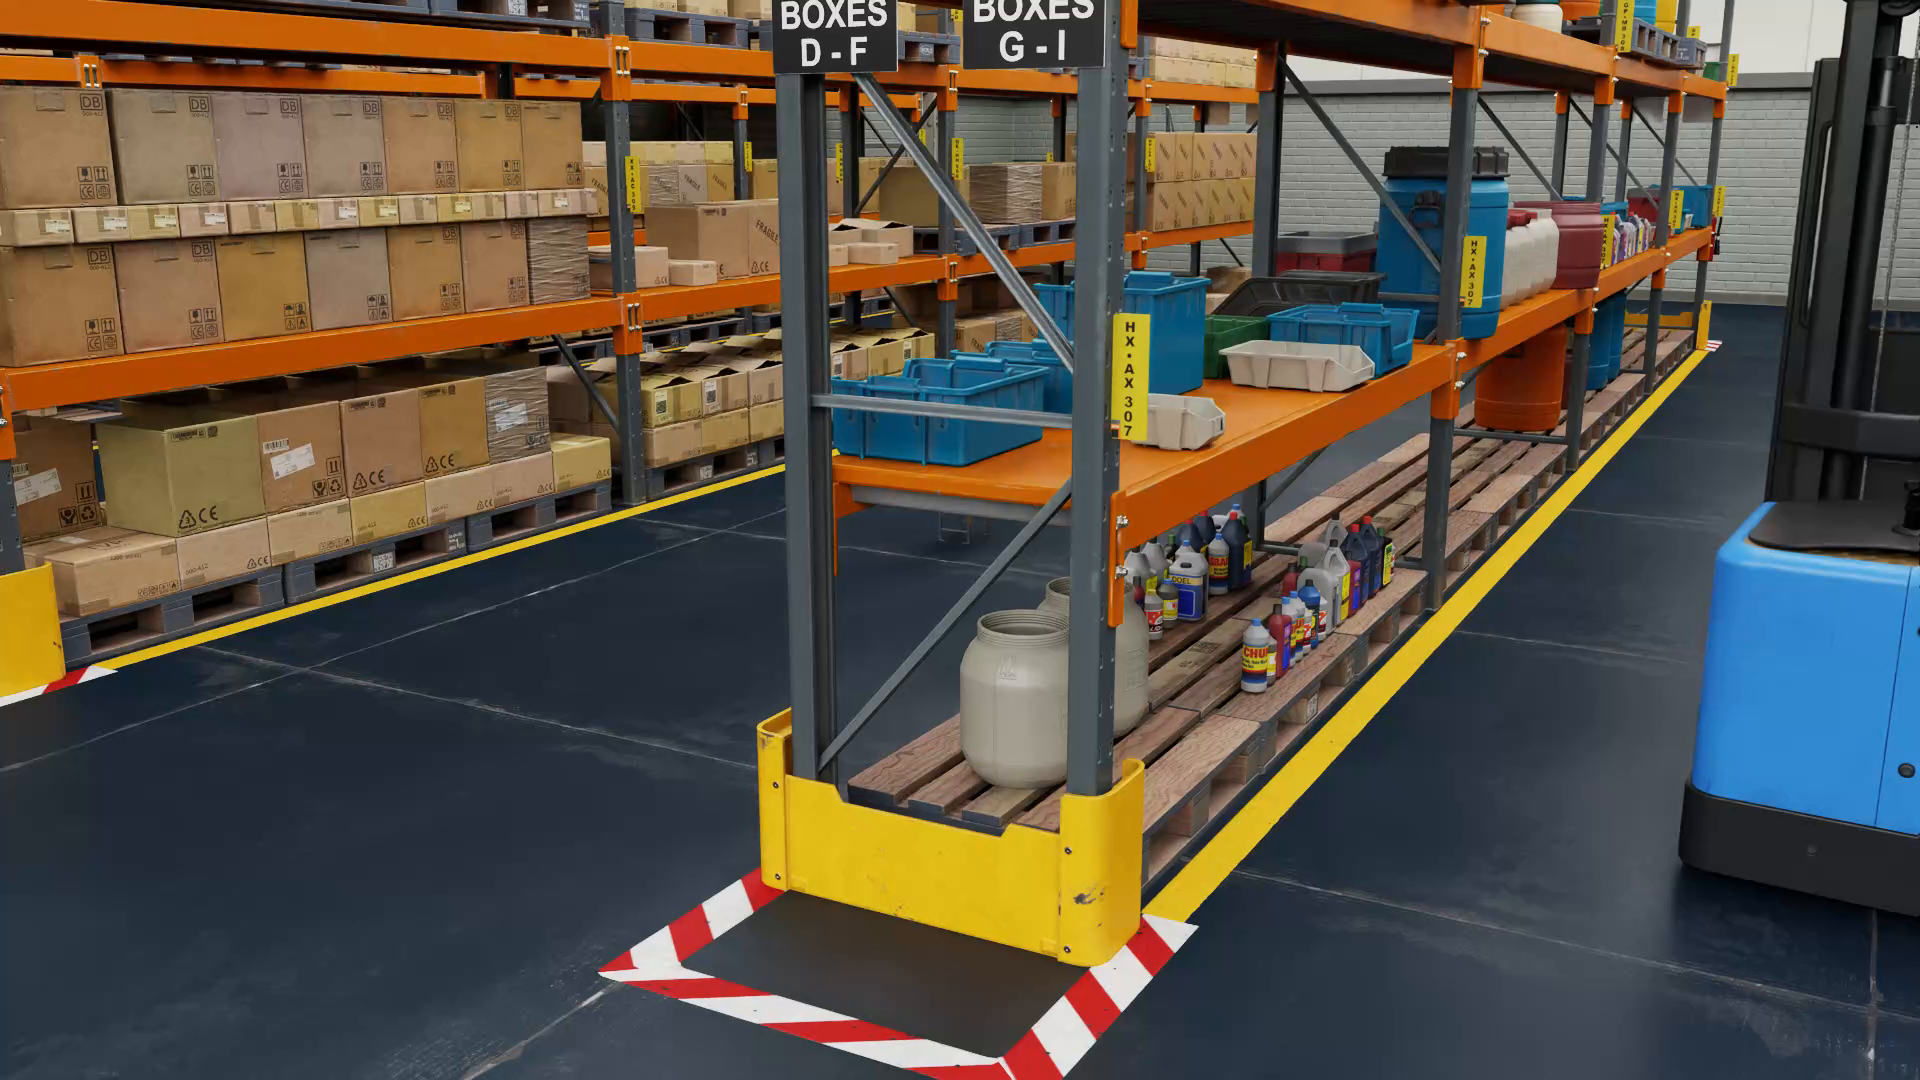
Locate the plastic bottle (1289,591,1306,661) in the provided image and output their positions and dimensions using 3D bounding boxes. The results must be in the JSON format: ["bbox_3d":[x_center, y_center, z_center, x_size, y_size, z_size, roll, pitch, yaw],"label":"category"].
[{"bbox_3d":[1.322,0.337,6.618,0.097,0.271,0.097,0,14,0],"label":"plastic bottle"}]

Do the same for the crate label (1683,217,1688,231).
[{"bbox_3d":[7.192,-3.226,16.949,0.396,0.136,0.243,7,15,28],"label":"crate label"}]

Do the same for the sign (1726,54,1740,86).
[{"bbox_3d":[8.183,-4.979,17.609,0.100,0.325,0.005,7,15,28],"label":"sign"}]

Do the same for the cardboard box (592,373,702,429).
[{"bbox_3d":[-2.024,-0.927,10.754,0.500,0.311,0.500,7,15,28],"label":"cardboard box"}]

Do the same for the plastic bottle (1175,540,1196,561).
[{"bbox_3d":[1.010,0.136,7.454,0.097,0.271,0.097,0,14,0],"label":"plastic bottle"}]

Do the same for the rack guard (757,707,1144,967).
[{"bbox_3d":[-0.045,0.846,4.957,1.175,0.500,0.348,7,15,28],"label":"rack guard"}]

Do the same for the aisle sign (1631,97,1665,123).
[{"bbox_3d":[7.469,-4.943,18.089,0.394,0.787,0.004,7,15,28],"label":"aisle sign"}]

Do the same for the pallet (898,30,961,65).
[{"bbox_3d":[-0.758,-3.768,12.767,1.213,0.211,1.003,8,16,31],"label":"pallet"}]

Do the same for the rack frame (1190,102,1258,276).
[{"bbox_3d":[3.359,-4.193,20.524,1.000,3.000,0.127,7,15,28],"label":"rack frame"}]

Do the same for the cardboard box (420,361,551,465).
[{"bbox_3d":[-2.726,-0.741,9.580,0.500,0.500,0.500,7,15,28],"label":"cardboard box"}]

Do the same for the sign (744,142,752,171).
[{"bbox_3d":[-2.433,-4.397,19.072,0.100,0.325,0.005,7,15,28],"label":"sign"}]

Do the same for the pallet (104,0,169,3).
[{"bbox_3d":[-4.011,-2.467,7.156,1.003,0.211,1.213,7,15,28],"label":"pallet"}]

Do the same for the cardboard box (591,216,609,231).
[{"bbox_3d":[-3.887,-3.308,17.347,0.380,0.149,0.250,8,16,29],"label":"cardboard box"}]

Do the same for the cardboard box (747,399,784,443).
[{"bbox_3d":[-1.533,-0.864,11.688,0.500,0.250,0.500,7,15,26],"label":"cardboard box"}]

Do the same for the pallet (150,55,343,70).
[{"bbox_3d":[-5.889,-3.986,13.667,1.213,0.211,1.003,7,15,28],"label":"pallet"}]

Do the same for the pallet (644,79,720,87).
[{"bbox_3d":[-3.312,-5.104,18.312,0.805,0.209,1.217,7,15,26],"label":"pallet"}]

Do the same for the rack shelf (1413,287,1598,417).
[{"bbox_3d":[2.860,-1.229,9.767,1.077,0.370,4.000,7,15,28],"label":"rack shelf"}]

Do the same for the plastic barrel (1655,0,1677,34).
[{"bbox_3d":[5.497,-4.354,13.494,0.600,0.588,0.600,0,14,0],"label":"plastic barrel"}]

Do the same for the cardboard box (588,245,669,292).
[{"bbox_3d":[-2.242,-1.764,10.769,0.500,0.250,0.500,9,16,32],"label":"cardboard box"}]

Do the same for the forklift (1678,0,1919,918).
[{"bbox_3d":[3.461,-0.589,5.722,1.130,2.935,3.031,9,16,33],"label":"forklift"}]

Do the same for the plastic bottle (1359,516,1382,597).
[{"bbox_3d":[1.834,0.070,7.556,0.144,0.351,0.185,7,15,27],"label":"plastic bottle"}]

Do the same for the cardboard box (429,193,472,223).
[{"bbox_3d":[-2.879,-1.806,9.027,0.380,0.149,0.250,7,15,28],"label":"cardboard box"}]

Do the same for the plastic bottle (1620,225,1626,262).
[{"bbox_3d":[5.183,-2.330,13.045,0.061,0.283,0.133,7,15,28],"label":"plastic bottle"}]

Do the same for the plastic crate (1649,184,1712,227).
[{"bbox_3d":[7.695,-3.587,17.809,0.616,0.435,0.499,7,15,28],"label":"plastic crate"}]

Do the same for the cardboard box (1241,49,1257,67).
[{"bbox_3d":[3.093,-5.584,19.149,0.500,0.250,0.500,7,15,28],"label":"cardboard box"}]

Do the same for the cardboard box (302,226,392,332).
[{"bbox_3d":[-3.392,-1.371,8.606,0.700,0.500,0.500,8,16,30],"label":"cardboard box"}]

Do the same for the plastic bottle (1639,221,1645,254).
[{"bbox_3d":[5.676,-2.557,14.005,0.152,0.276,0.135,7,15,28],"label":"plastic bottle"}]

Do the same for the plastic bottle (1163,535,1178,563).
[{"bbox_3d":[0.932,0.124,7.474,0.061,0.283,0.133,8,16,31],"label":"plastic bottle"}]

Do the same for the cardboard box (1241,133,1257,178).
[{"bbox_3d":[3.142,-4.501,19.457,0.500,0.500,0.500,8,16,30],"label":"cardboard box"}]

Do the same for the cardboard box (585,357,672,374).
[{"bbox_3d":[-2.251,-1.094,11.444,0.500,0.311,0.500,8,16,30],"label":"cardboard box"}]

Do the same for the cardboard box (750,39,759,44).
[{"bbox_3d":[-2.322,-6.050,19.437,0.500,0.500,0.500,7,15,28],"label":"cardboard box"}]

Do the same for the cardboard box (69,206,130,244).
[{"bbox_3d":[-3.872,-1.384,7.279,0.380,0.149,0.250,7,15,27],"label":"cardboard box"}]

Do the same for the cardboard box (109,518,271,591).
[{"bbox_3d":[-3.683,0.035,7.960,0.500,0.250,0.500,7,15,28],"label":"cardboard box"}]

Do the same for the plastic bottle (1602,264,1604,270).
[{"bbox_3d":[4.687,-2.088,12.218,0.097,0.201,0.097,0,14,0],"label":"plastic bottle"}]

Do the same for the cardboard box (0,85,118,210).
[{"bbox_3d":[-4.113,-1.694,7.180,0.700,0.500,0.500,7,15,28],"label":"cardboard box"}]

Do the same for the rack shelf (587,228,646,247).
[{"bbox_3d":[-3.879,-3.172,17.827,1.077,0.370,4.000,7,15,28],"label":"rack shelf"}]

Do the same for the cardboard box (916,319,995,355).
[{"bbox_3d":[-0.038,-1.611,14.210,0.500,0.500,0.500,8,16,30],"label":"cardboard box"}]

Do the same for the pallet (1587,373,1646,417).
[{"bbox_3d":[5.351,-1.301,14.479,1.003,0.211,1.213,7,15,28],"label":"pallet"}]

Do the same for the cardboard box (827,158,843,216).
[{"bbox_3d":[-1.935,-4.487,21.106,0.980,0.700,0.700,7,15,25],"label":"cardboard box"}]

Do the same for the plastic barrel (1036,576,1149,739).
[{"bbox_3d":[0.453,0.411,5.842,0.421,0.512,0.421,0,14,0],"label":"plastic barrel"}]

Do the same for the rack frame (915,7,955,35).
[{"bbox_3d":[-0.508,-5.468,13.013,1.000,3.000,0.127,7,15,28],"label":"rack frame"}]

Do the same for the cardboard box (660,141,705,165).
[{"bbox_3d":[-3.170,-4.271,18.360,0.500,0.250,0.500,8,16,29],"label":"cardboard box"}]

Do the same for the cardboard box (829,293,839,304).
[{"bbox_3d":[-1.965,-3.271,21.138,0.700,0.500,0.500,8,16,29],"label":"cardboard box"}]

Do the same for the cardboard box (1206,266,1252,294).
[{"bbox_3d":[3.312,-3.052,20.187,0.500,0.500,0.500,7,15,28],"label":"cardboard box"}]

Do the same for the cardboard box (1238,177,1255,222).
[{"bbox_3d":[3.133,-4.012,19.560,0.500,0.500,0.500,8,15,29],"label":"cardboard box"}]

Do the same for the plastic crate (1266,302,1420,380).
[{"bbox_3d":[1.595,-0.839,6.929,0.499,0.251,0.616,7,15,28],"label":"plastic crate"}]

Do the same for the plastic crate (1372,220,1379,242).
[{"bbox_3d":[2.777,-1.724,10.146,0.402,0.464,0.583,7,15,28],"label":"plastic crate"}]

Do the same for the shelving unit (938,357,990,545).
[{"bbox_3d":[0.026,-0.521,9.456,0.215,1.050,0.252,7,15,28],"label":"shelving unit"}]

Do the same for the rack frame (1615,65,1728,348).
[{"bbox_3d":[7.694,-3.631,18.193,1.000,3.000,0.127,7,15,28],"label":"rack frame"}]

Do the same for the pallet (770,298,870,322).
[{"bbox_3d":[-1.888,-2.975,21.424,1.003,0.211,1.213,7,15,28],"label":"pallet"}]
